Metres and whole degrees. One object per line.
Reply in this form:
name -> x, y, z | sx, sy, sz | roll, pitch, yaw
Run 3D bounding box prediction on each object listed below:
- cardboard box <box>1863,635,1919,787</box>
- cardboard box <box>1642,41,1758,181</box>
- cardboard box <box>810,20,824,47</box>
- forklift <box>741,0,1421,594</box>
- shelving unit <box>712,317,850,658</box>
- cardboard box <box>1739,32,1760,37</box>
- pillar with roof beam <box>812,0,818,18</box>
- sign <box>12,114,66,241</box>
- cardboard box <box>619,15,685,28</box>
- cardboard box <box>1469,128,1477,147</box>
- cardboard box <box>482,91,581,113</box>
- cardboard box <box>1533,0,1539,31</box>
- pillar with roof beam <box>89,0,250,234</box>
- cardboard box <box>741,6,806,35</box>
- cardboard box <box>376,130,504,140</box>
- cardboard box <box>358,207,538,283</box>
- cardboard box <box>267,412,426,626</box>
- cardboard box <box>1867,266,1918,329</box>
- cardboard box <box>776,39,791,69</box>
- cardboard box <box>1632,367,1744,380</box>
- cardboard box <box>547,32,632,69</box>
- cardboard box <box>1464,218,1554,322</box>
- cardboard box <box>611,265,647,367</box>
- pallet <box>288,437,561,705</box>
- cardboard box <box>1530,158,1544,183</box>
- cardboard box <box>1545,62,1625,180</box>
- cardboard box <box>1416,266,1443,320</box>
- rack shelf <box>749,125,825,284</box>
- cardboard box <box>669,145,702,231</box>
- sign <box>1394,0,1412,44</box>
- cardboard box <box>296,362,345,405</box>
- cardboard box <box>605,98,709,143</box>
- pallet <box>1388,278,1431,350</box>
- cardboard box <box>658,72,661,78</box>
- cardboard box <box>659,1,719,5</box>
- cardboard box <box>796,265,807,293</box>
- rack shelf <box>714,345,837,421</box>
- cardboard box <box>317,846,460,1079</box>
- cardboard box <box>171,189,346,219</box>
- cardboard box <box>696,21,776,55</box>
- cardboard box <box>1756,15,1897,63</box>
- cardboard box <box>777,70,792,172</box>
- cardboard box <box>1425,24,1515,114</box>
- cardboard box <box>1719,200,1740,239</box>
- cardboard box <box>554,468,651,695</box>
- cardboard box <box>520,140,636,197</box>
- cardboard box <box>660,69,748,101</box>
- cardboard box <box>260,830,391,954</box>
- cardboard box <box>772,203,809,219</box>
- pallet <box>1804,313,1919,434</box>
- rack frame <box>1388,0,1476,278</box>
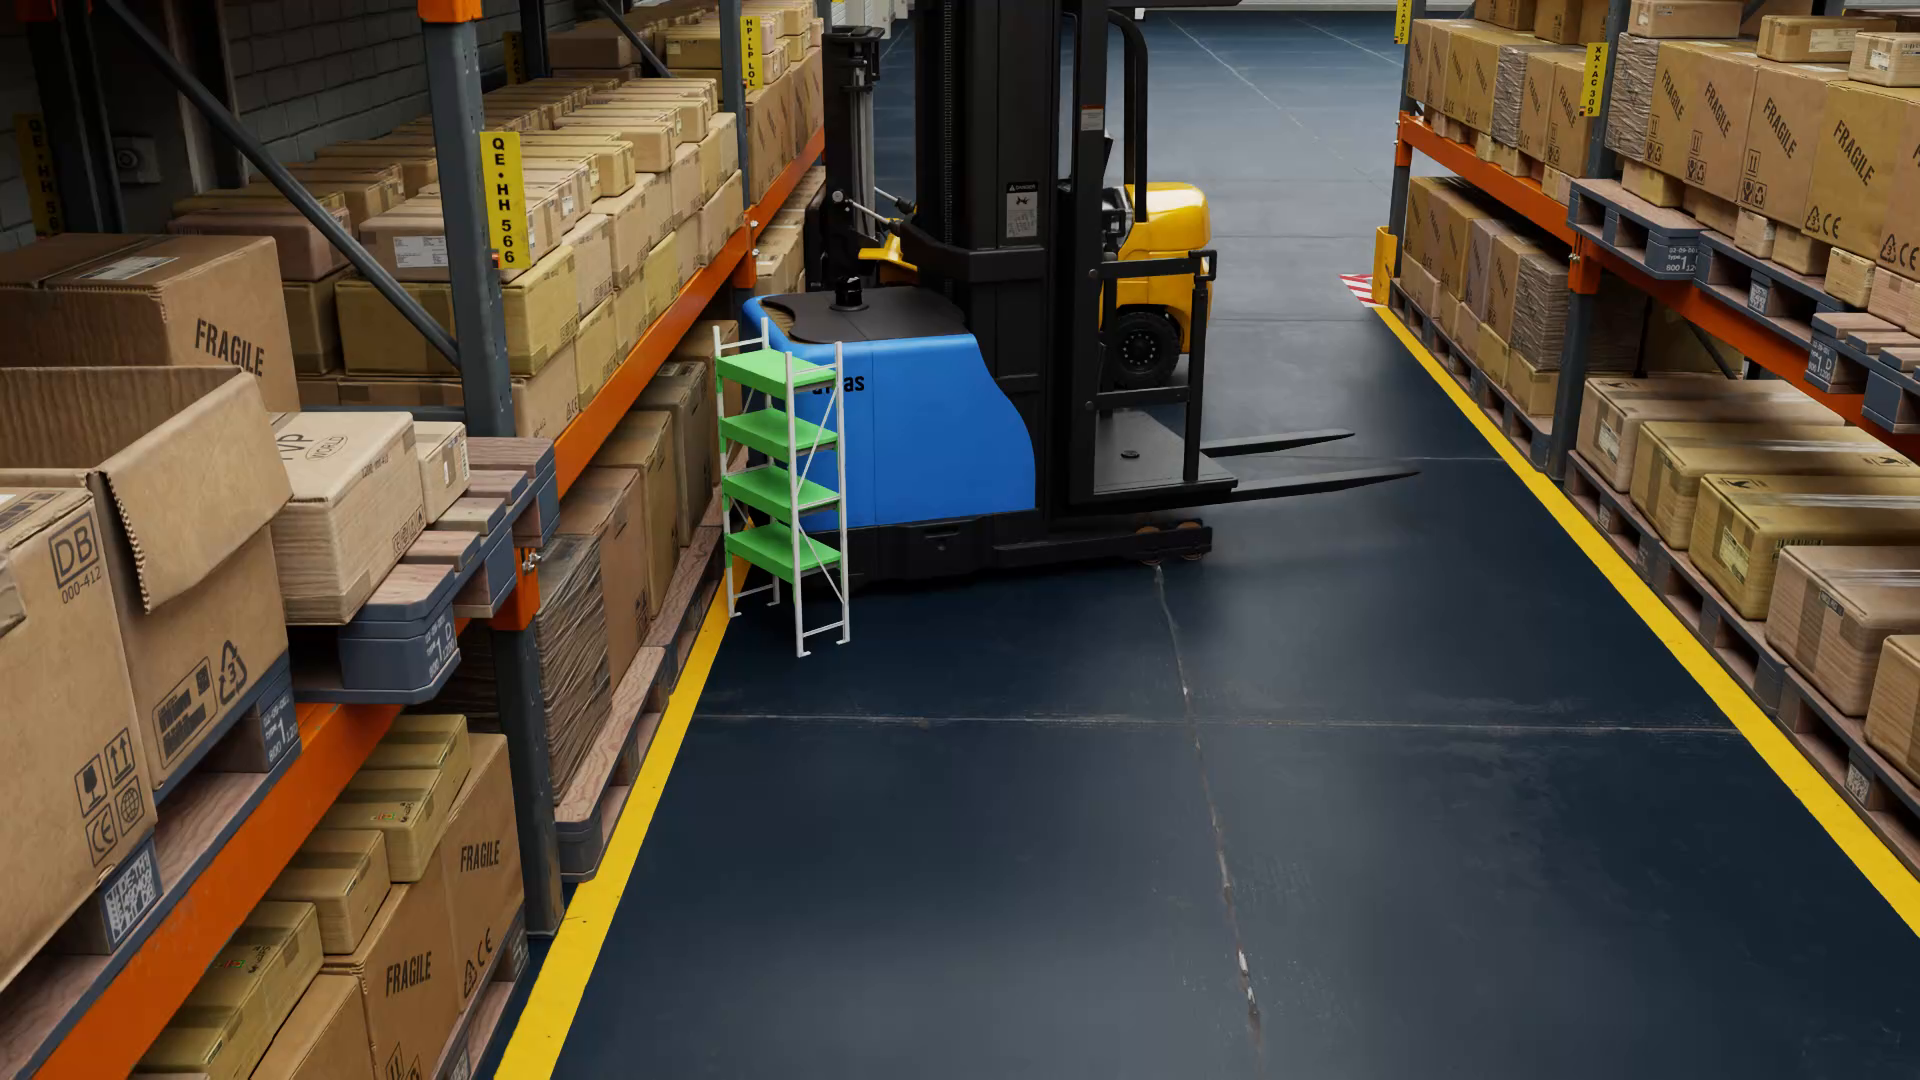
cardboard box -> 3.356, 0.569, 4.969 | 0.950, 0.372, 0.625 | -1, 21, -2
cardboard box -> 3.135, -1.736, 6.727 | 0.500, 0.500, 0.500 | 1, 21, 2
cardboard box -> -1.098, -3.330, 10.930 | 0.380, 0.149, 0.250 | 1, 21, 2
forklift -> 0.600, -1.433, 7.169 | 3.031, 2.935, 1.130 | -6, 22, -16
shelving unit -> -0.685, -0.206, 6.401 | 0.258, 1.200, 0.503 | -17, 27, -36
cardboard box -> 3.666, -1.914, 7.186 | 0.500, 0.500, 0.500 | 0, 21, 1
pillar with roof beam -> 2.357, -10.049, 20.987 | 9.100, 9.000, 0.400 | 1, 21, 2
sign -> -2.188, -0.854, 3.984 | 0.100, 0.325, 0.005 | 1, 21, 2
cardboard box -> -1.732, -2.825, 9.217 | 0.380, 0.149, 0.250 | 0, 21, 1
cardboard box -> 3.296, -2.443, 10.027 | 0.380, 0.149, 0.250 | 1, 21, 3
cardboard box -> -1.805, -1.794, 6.970 | 0.380, 0.149, 0.250 | 1, 21, 1
cardboard box -> 3.839, -3.245, 9.813 | 0.700, 0.500, 0.500 | 0, 21, 1
pillar with roof beam -> 1.809, -3.540, 4.214 | 9.100, 9.000, 0.400 | 1, 21, 2
cardboard box -> -1.128, -3.096, 9.914 | 0.380, 0.149, 0.250 | 1, 21, 3
cardboard box -> -1.798, -1.334, 5.785 | 0.380, 0.149, 0.250 | 1, 21, 3
cardboard box -> -1.329, -0.771, 4.334 | 0.380, 0.149, 0.250 | 1, 21, 3
cardboard box -> -1.341, -0.051, 3.139 | 0.500, 0.250, 0.500 | 0, 21, -1
cardboard box -> 3.018, -0.736, 5.047 | 0.380, 0.149, 0.250 | 0, 21, -1
cardboard box -> -1.172, -2.776, 9.502 | 0.380, 0.149, 0.250 | 0, 21, 1
cardboard box -> 3.738, -0.827, 8.734 | 0.500, 0.250, 0.500 | 0, 21, -1
cardboard box -> -1.803, -2.362, 8.025 | 0.380, 0.149, 0.250 | 1, 21, 2
cardboard box -> 3.228, -1.552, 9.565 | 0.500, 0.500, 0.500 | 2, 21, 4
cardboard box -> -1.346, -0.766, 5.563 | 0.500, 0.250, 0.500 | 0, 21, 0
pallet -> -1.583, 0.026, 3.582 | 1.213, 0.211, 1.003 | 1, 21, 2
cardboard box -> 3.264, -1.979, 8.829 | 0.380, 0.149, 0.250 | 0, 21, 1
cardboard box -> 3.215, -2.051, 8.120 | 0.500, 0.500, 0.500 | 0, 21, 0
cardboard box -> 3.248, -1.590, 10.700 | 0.500, 0.250, 0.500 | 1, 21, 4
rack shelf -> -1.450, -2.144, 9.902 | 1.077, 0.370, 4.000 | 1, 21, 2
cardboard box -> -1.300, -1.368, 6.424 | 0.500, 0.250, 0.500 | 1, 21, 3
sign -> 3.030, -3.558, 11.357 | 0.100, 0.325, 0.005 | 1, 21, 2
cardboard box -> -1.875, -0.405, 4.634 | 0.500, 0.250, 0.500 | 0, 21, 0
cardboard box -> -1.225, -1.701, 6.731 | 0.380, 0.149, 0.250 | 0, 21, 0
pallet -> 3.510, -1.528, 11.176 | 1.003, 0.211, 1.213 | 1, 21, 2
cardboard box -> -1.799, -2.505, 8.802 | 0.380, 0.149, 0.250 | 1, 21, 2
cardboard box -> -1.671, -3.292, 10.420 | 0.380, 0.149, 0.250 | 1, 21, 2
cardboard box -> -1.148, -1.438, 9.618 | 0.500, 0.250, 0.500 | 0, 21, 1
rack shelf -> -0.685, -0.594, 6.251 | 0.258, 0.148, 0.480 | -17, 27, -36
cardboard box -> -1.456, 0.996, 3.690 | 0.500, 0.500, 0.500 | 0, 21, 1
cardboard box -> -1.929, -0.874, 4.601 | 0.380, 0.149, 0.250 | 1, 21, 3
cardboard box -> -1.178, -2.636, 8.728 | 0.380, 0.149, 0.250 | 1, 21, 3
cardboard box -> 3.152, -1.826, 6.062 | 0.380, 0.149, 0.250 | 2, 21, 5
cardboard box -> -1.223, -2.332, 9.254 | 0.500, 0.500, 0.500 | 0, 21, 1
cardboard box -> 3.268, -2.979, 10.510 | 0.500, 0.500, 0.500 | 1, 21, 3
cardboard box -> 3.110, -1.210, 6.266 | 0.380, 0.149, 0.250 | 1, 21, 2
cardboard box -> -1.588, 0.140, 5.724 | 0.875, 0.625, 0.625 | 1, 21, 3
cardboard box -> -1.300, -1.238, 5.537 | 0.380, 0.149, 0.250 | 1, 21, 3
cardboard box -> -1.238, -2.217, 8.062 | 0.380, 0.149, 0.250 | 0, 21, 1
cardboard box -> -1.424, 0.733, 3.473 | 0.380, 0.149, 0.250 | 0, 21, 0
cardboard box -> -1.130, -1.862, 10.019 | 0.500, 0.250, 0.500 | 0, 21, 1
pallet -> 3.244, -0.426, 4.745 | 1.213, 0.211, 1.003 | 1, 21, 2
rack frame -> 3.572, -3.149, 11.498 | 1.000, 3.000, 0.127 | 1, 21, 2
